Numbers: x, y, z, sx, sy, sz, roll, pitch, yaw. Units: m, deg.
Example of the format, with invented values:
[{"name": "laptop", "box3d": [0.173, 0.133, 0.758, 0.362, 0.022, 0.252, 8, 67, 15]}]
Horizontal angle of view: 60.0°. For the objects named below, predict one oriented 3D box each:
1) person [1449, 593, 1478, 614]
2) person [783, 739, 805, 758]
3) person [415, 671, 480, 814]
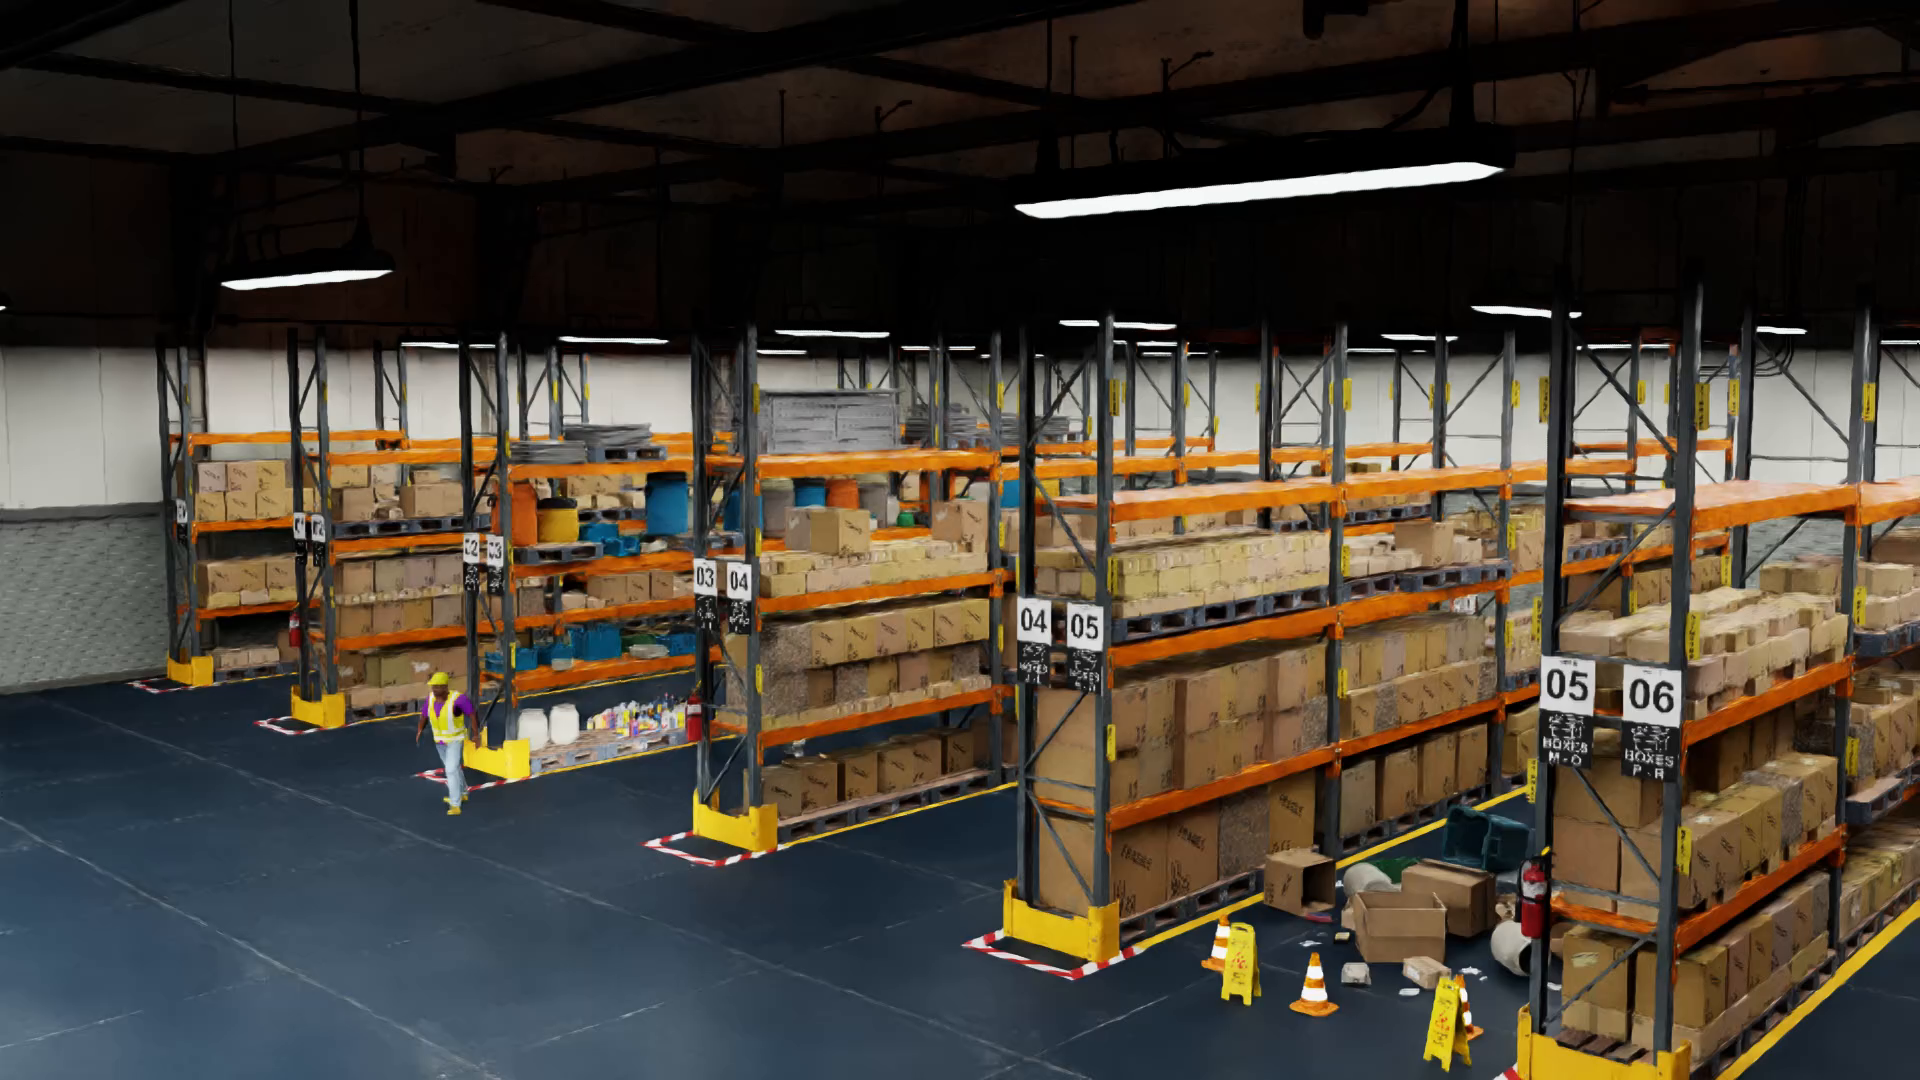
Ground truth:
[{"name": "person", "box3d": [9.357, 1.400, 30.863, 0.629, 1.746, 0.559, -1, 5, -6]}, {"name": "person", "box3d": [-2.285, 2.161, 22.780, 0.676, 1.719, 0.842, 3, 6, 27]}, {"name": "person", "box3d": [-6.186, 2.416, 20.180, 0.714, 1.697, 0.823, 3, 6, 25]}]
